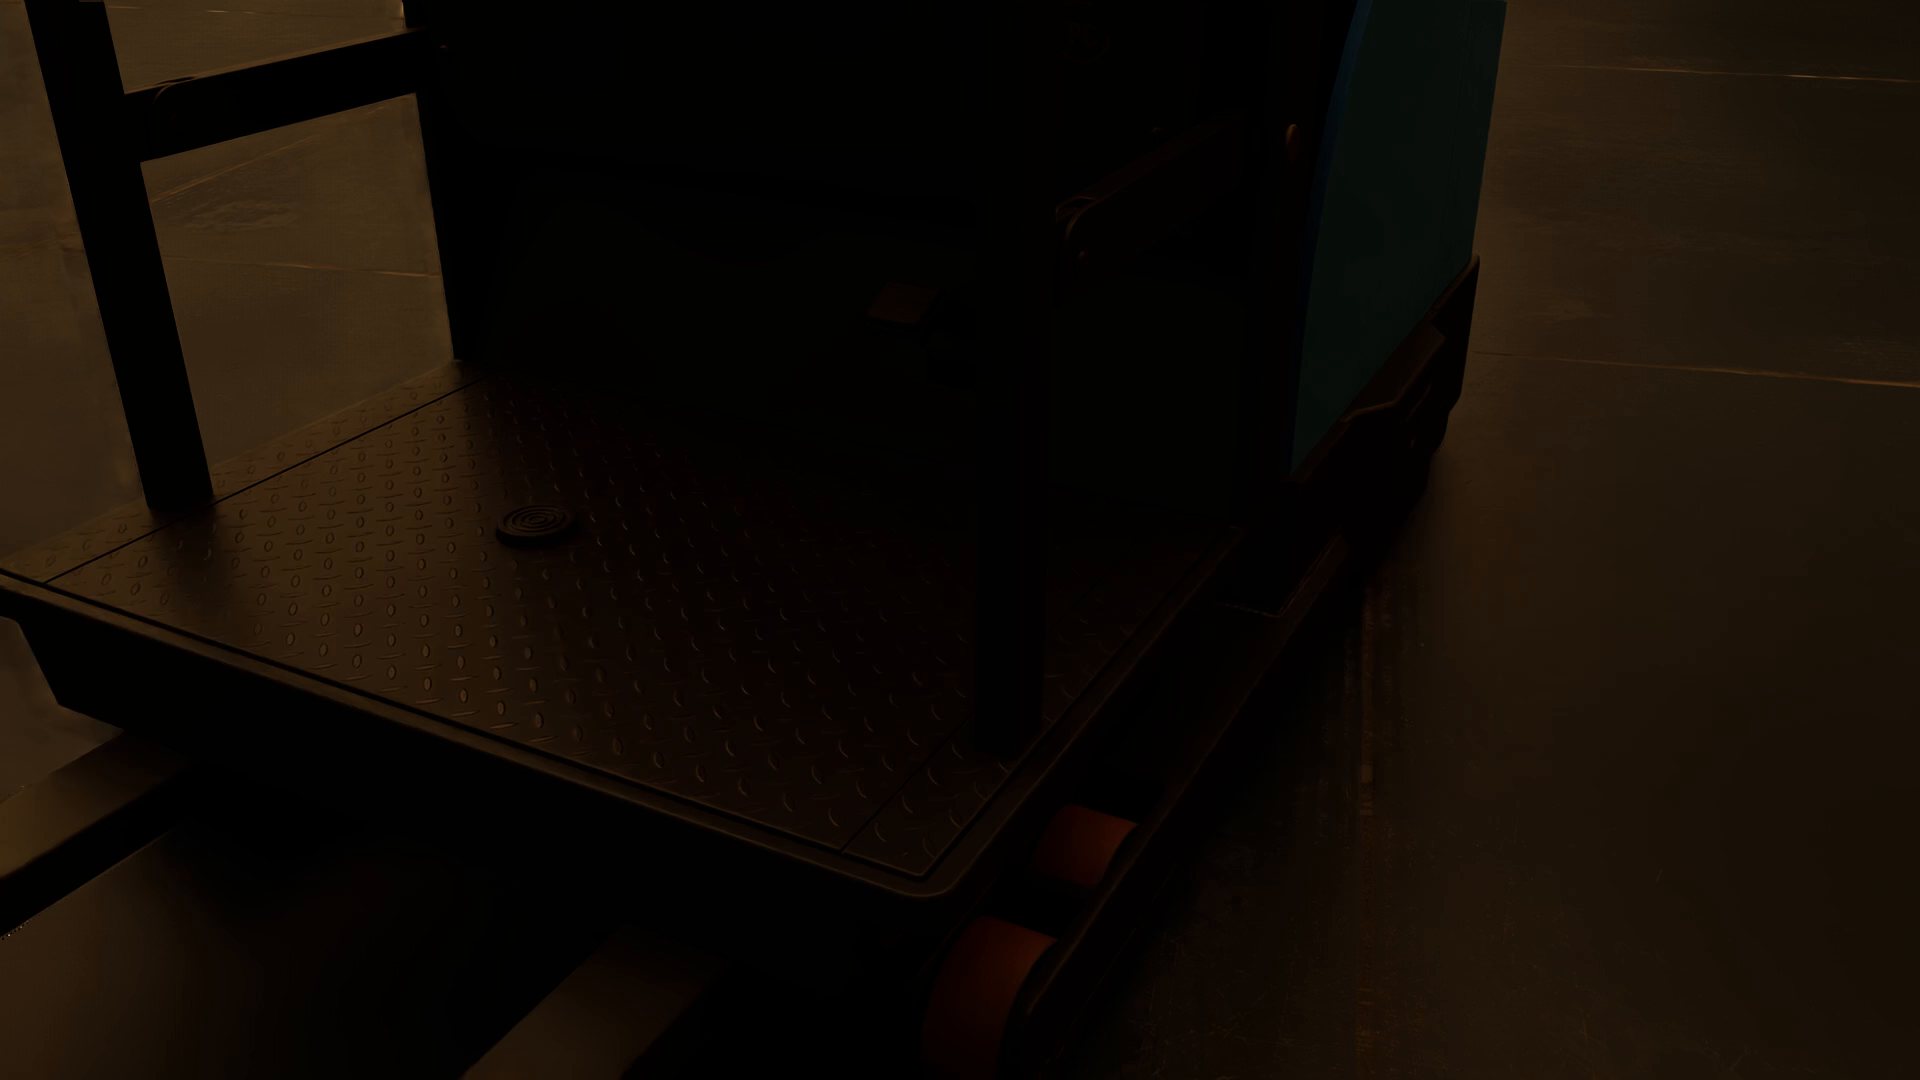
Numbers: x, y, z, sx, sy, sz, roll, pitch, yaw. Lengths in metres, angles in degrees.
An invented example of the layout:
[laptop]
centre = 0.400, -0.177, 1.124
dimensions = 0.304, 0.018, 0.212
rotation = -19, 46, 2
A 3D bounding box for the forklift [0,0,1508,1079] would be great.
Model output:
[forklift]
centre = -0.276, -1.031, 1.290
dimensions = 1.130, 2.935, 3.031
rotation = 13, 30, 25
